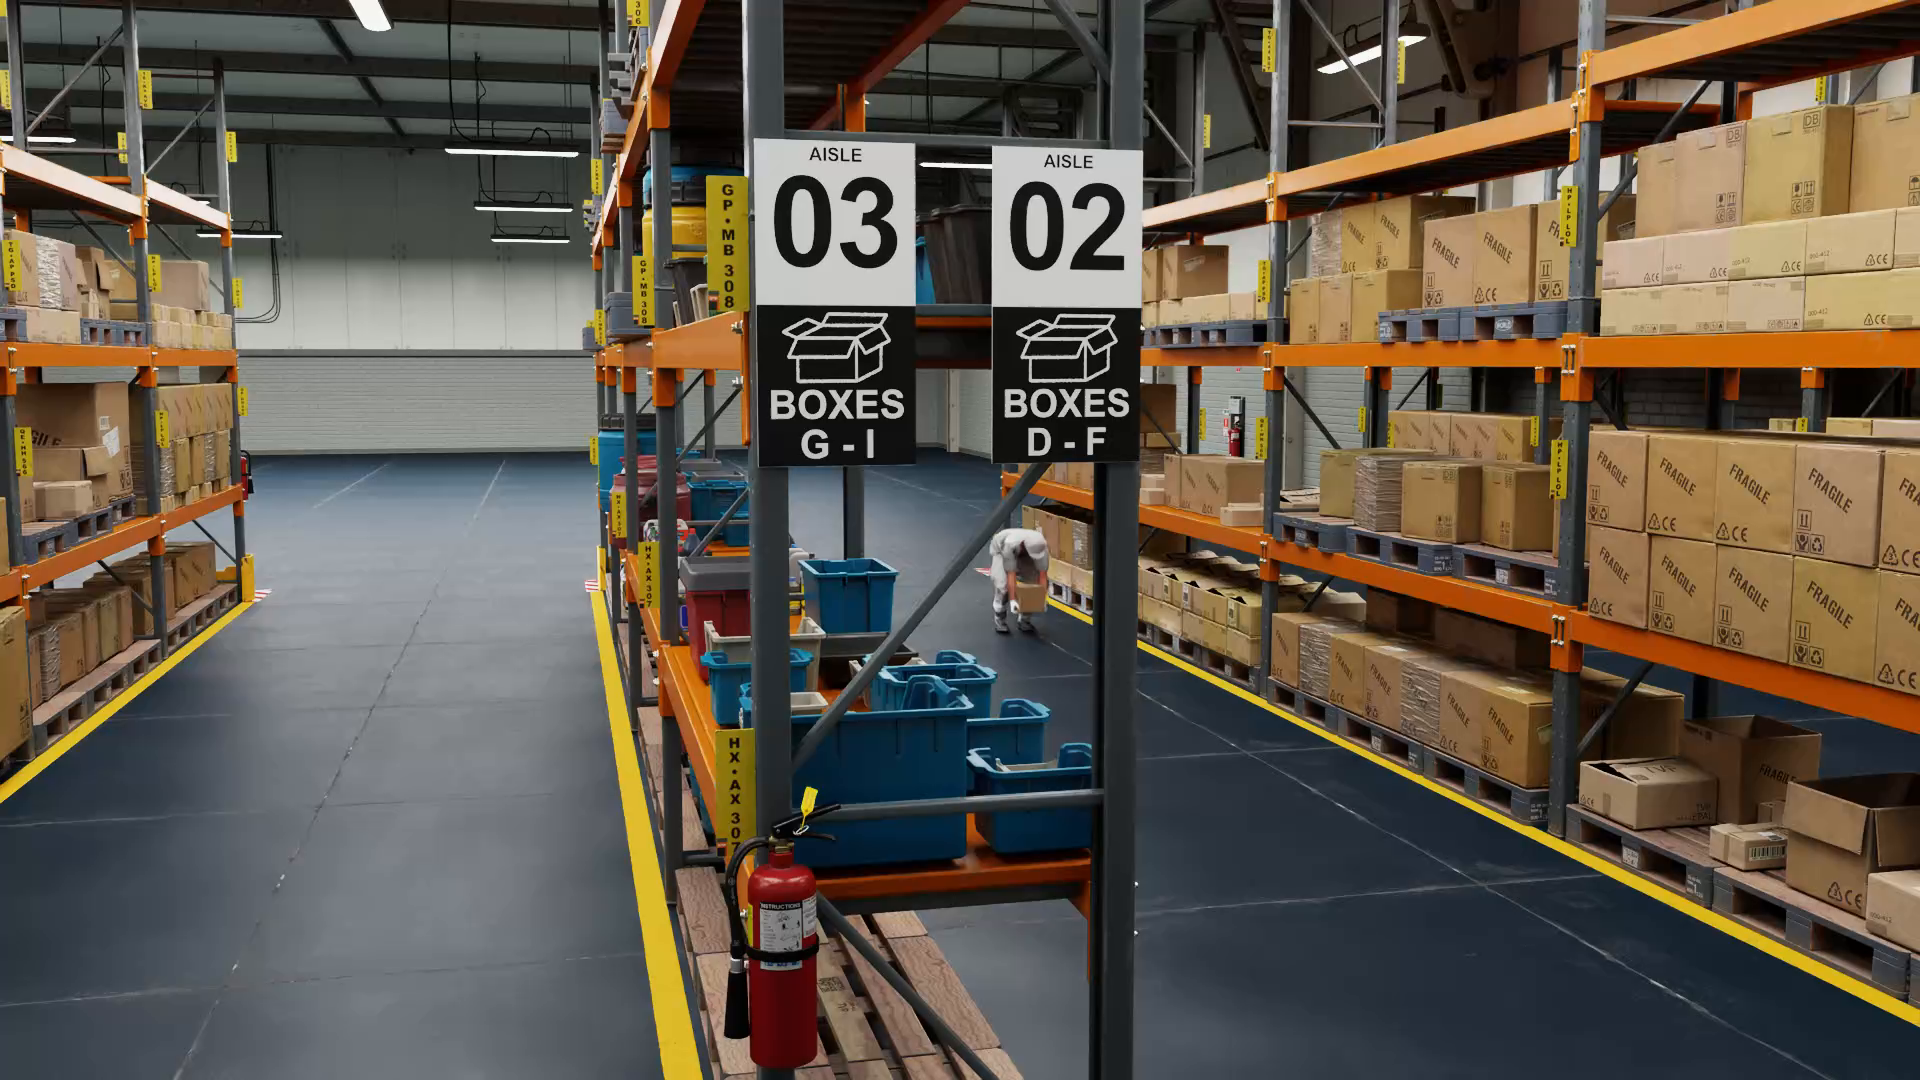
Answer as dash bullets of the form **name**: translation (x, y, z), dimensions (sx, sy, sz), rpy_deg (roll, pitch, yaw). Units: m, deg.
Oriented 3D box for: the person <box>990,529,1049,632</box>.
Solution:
- **person**: translation (0.601, 0.402, 16.454), dimensions (0.530, 1.055, 0.958), rpy_deg (-2, 6, -17)
